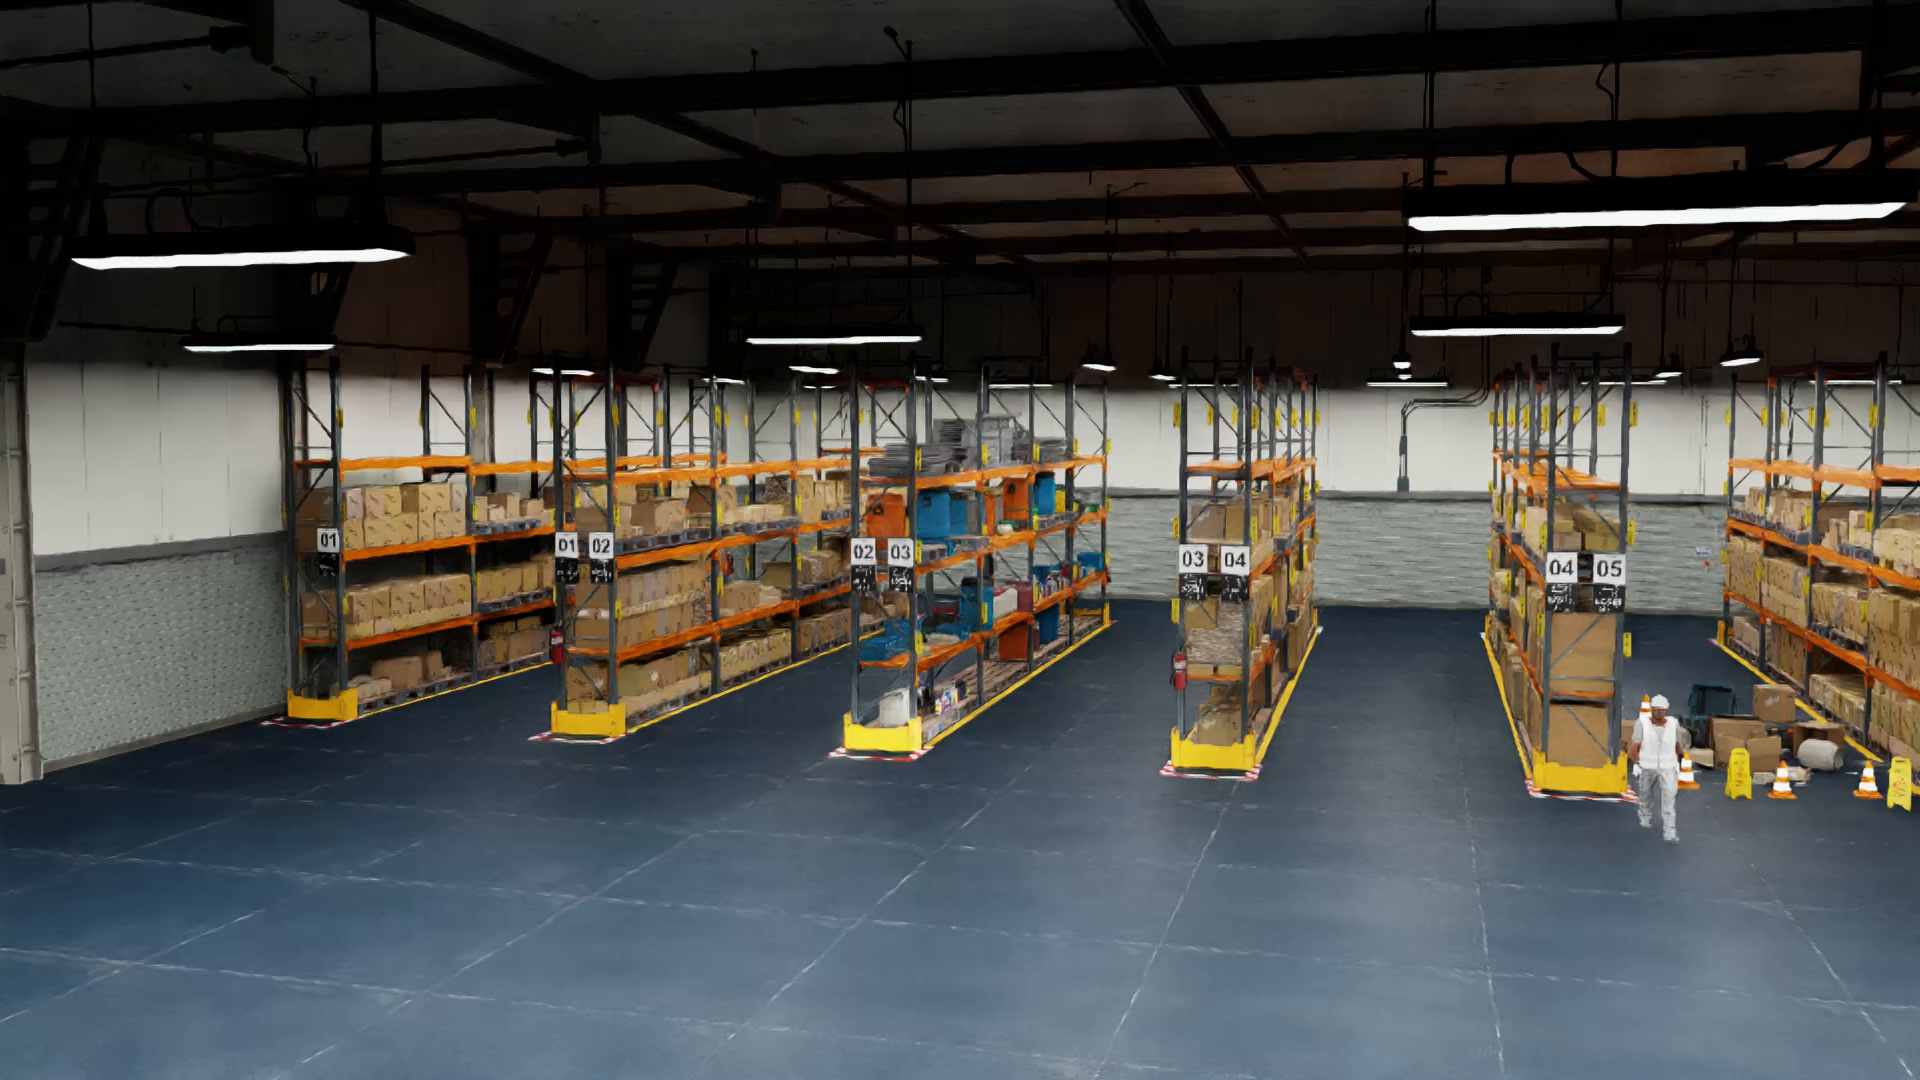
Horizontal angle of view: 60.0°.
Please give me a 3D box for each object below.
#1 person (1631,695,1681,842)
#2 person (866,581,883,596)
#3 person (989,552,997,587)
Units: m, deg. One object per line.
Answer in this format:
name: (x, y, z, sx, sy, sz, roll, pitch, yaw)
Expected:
person: (8.302, 2.682, 19.819, 0.566, 1.706, 1.122, 1, 4, 18)
person: (-2.189, 0.977, 43.319, 0.685, 1.672, 0.553, -3, 5, -36)
person: (0.733, 0.885, 44.740, 0.543, 1.649, 1.119, 1, 4, 13)
